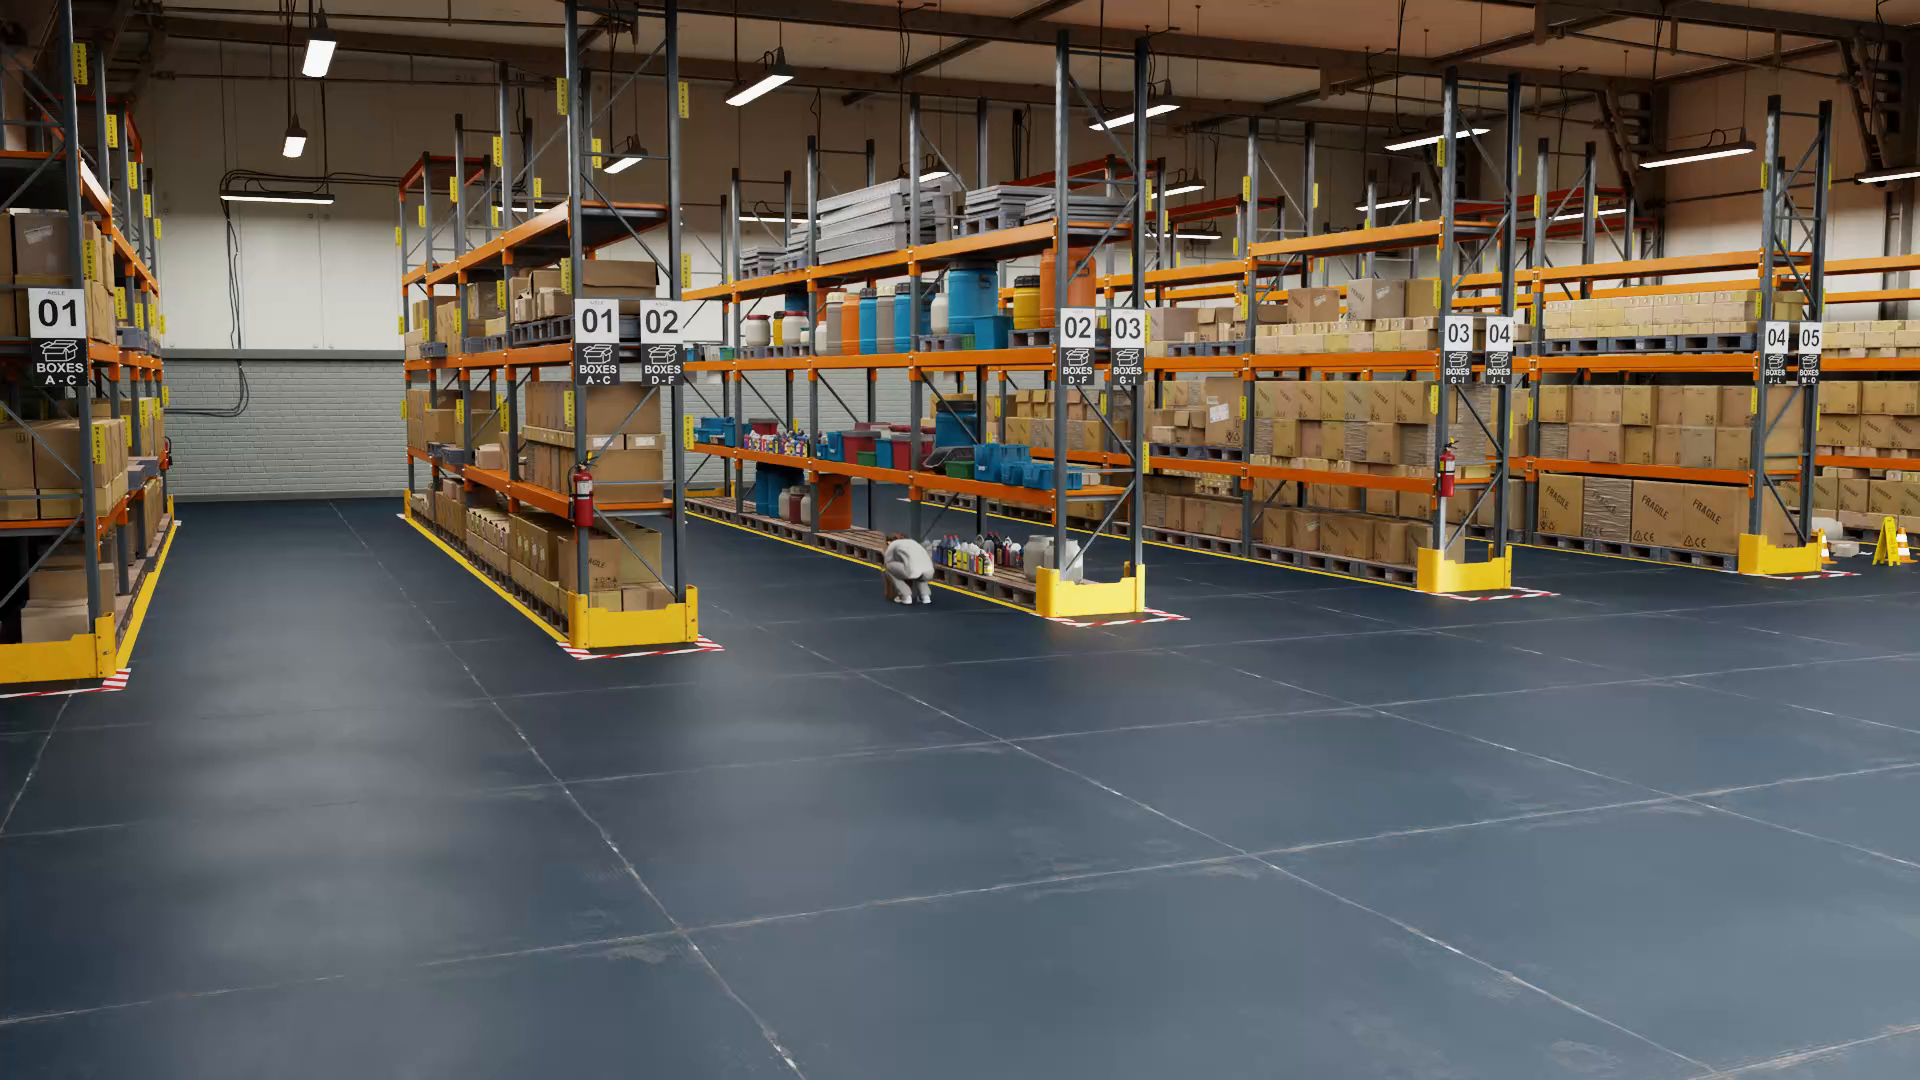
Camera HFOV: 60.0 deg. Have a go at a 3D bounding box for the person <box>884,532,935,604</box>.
[{"bbox_3d":[-0.582,0.330,18.560,0.469,0.813,0.819,-2,6,-24],"label":"person"}]
